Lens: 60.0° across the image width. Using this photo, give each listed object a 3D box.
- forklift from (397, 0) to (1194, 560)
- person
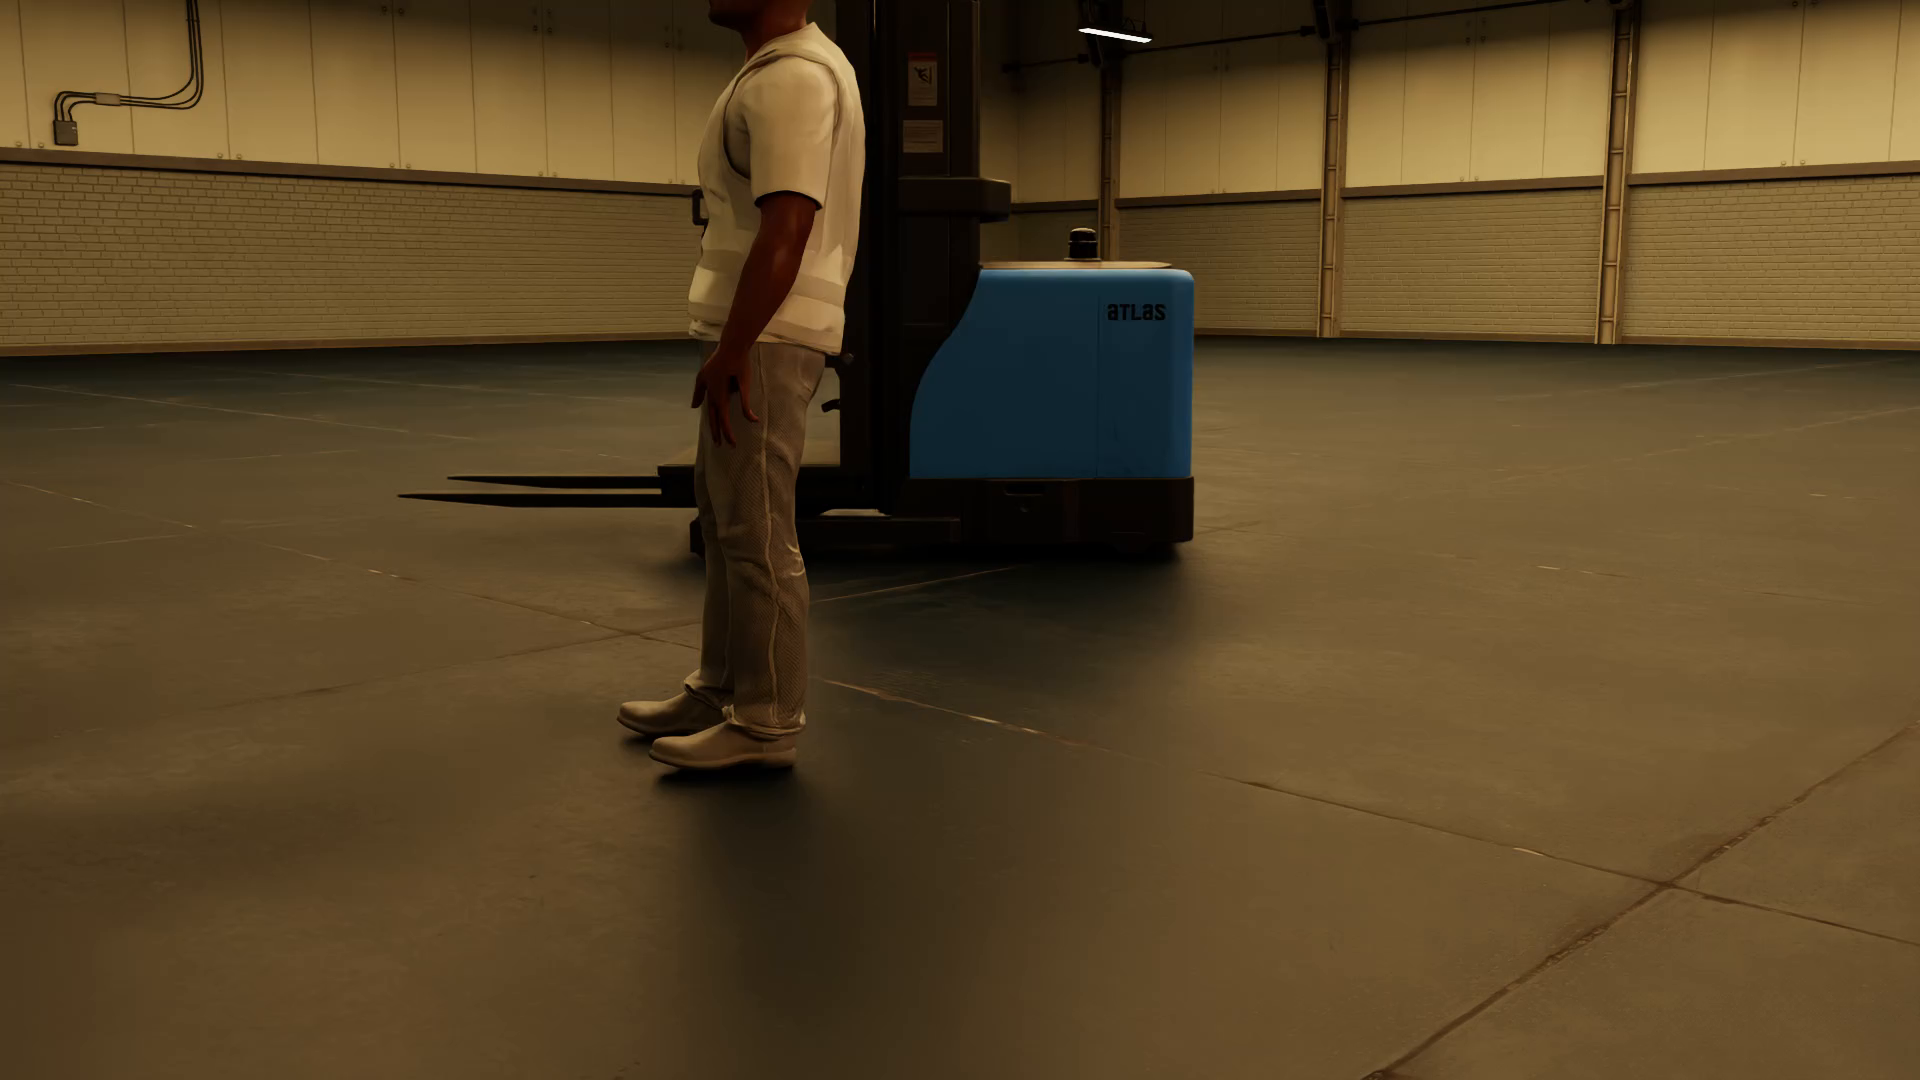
[{"bbox_3d":[-0.636,-1.447,6.485,3.031,2.935,1.130,0,9,0],"label":"forklift"},{"bbox_3d":[-0.480,-0.403,3.412,0.578,1.765,0.666,0,9,-2],"label":"person"}]
